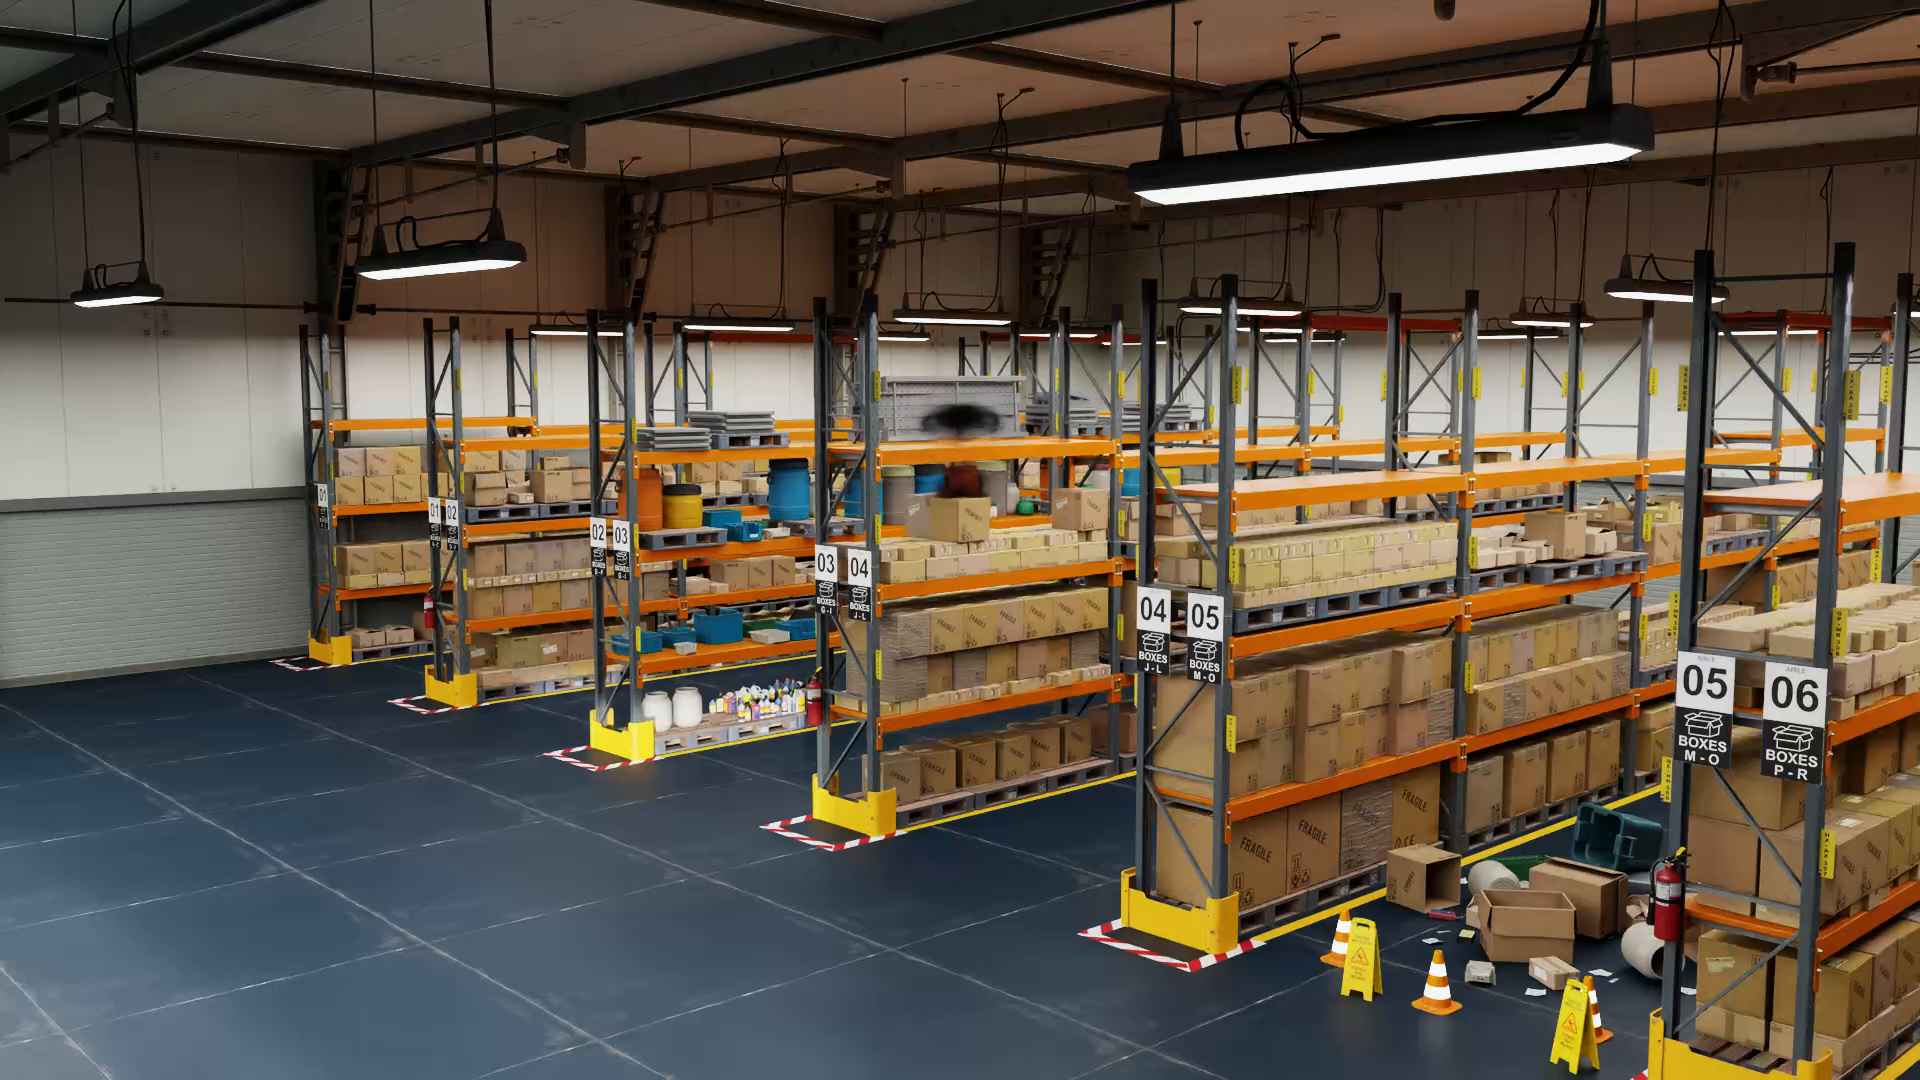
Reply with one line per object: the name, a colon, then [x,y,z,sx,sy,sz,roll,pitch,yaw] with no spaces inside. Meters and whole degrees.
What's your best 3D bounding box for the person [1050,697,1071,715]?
person: [1.462,1.769,25.279,0.625,1.790,0.854,5,8,41]
